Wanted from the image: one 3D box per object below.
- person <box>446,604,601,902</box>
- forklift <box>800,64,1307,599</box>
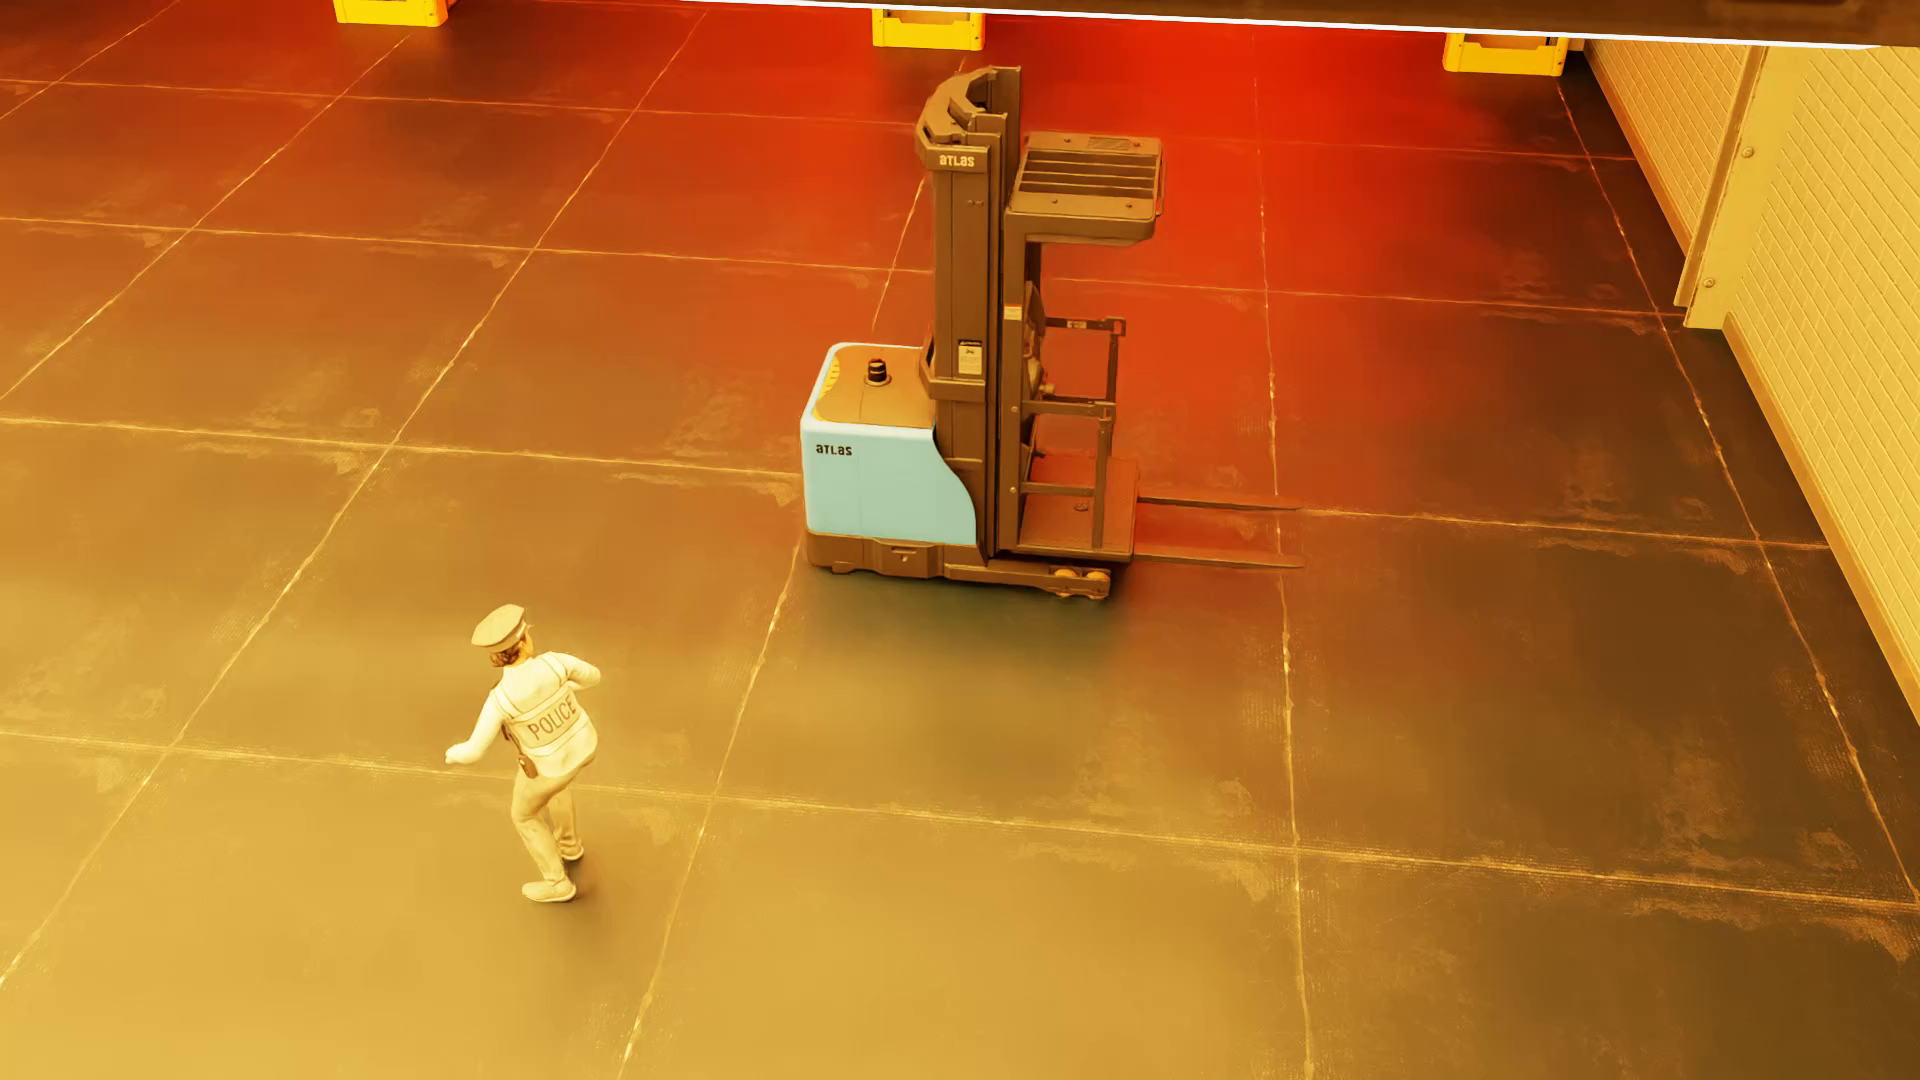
[{"bbox_3d":[-2.019,0.990,7.832,0.593,1.635,0.730,22,42,27],"label":"person"},{"bbox_3d":[0.611,-1.160,9.603,3.031,2.935,1.130,5,37,6],"label":"forklift"}]
